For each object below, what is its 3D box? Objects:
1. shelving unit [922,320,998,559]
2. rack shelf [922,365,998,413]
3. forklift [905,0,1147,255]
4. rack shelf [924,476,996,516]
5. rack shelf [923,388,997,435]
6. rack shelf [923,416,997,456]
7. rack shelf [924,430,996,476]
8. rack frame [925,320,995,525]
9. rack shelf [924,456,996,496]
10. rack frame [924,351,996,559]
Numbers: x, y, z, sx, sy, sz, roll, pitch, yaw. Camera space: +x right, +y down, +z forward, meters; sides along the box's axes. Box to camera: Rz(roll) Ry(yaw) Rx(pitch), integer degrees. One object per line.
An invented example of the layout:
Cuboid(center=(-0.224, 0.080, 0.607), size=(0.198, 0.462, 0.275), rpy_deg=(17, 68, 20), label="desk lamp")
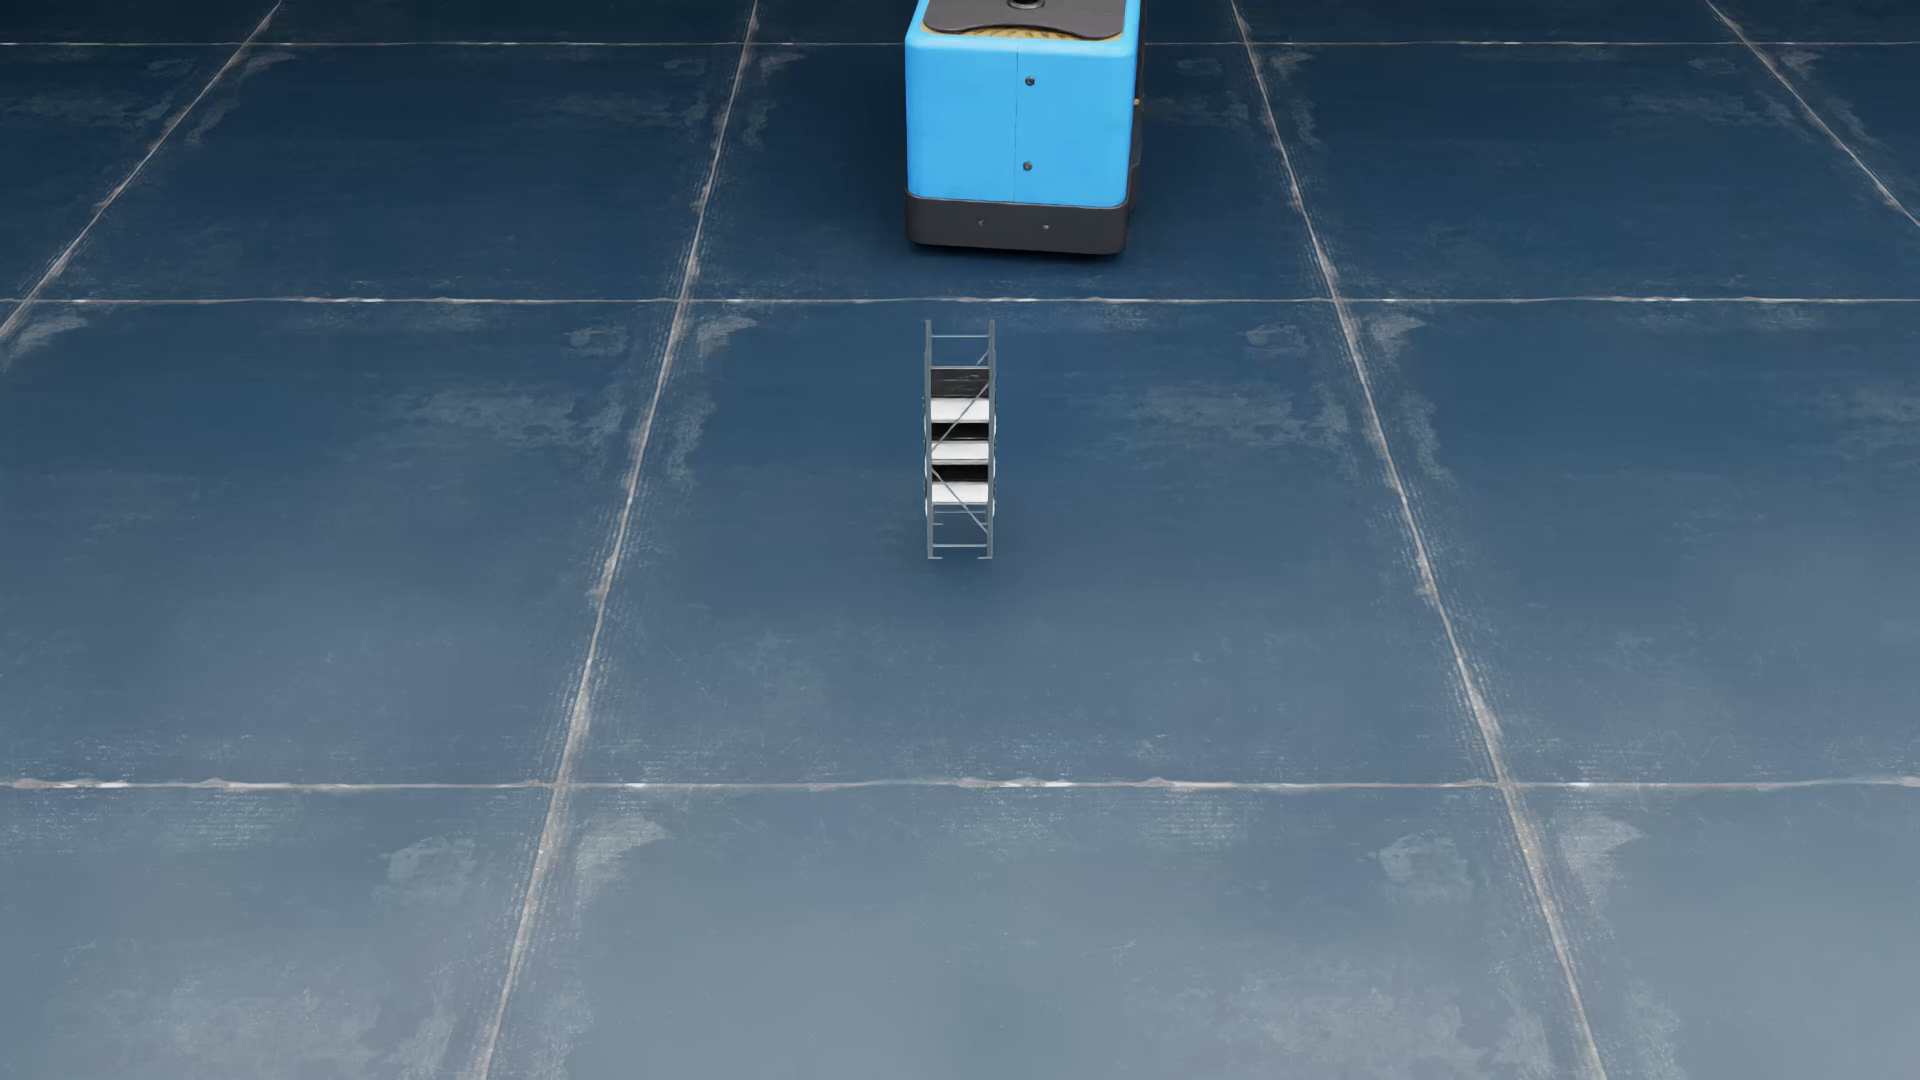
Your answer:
Cuboid(center=(0.000, -0.346, 5.962), size=(0.258, 0.900, 0.210), rpy_deg=(0, 39, 0), label="shelving unit")
Cuboid(center=(0.000, -0.531, 5.814), size=(0.258, 0.077, 0.200), rpy_deg=(0, 39, 0), label="rack shelf")
Cuboid(center=(0.429, -3.398, 8.147), size=(1.130, 2.935, 3.031), rpy_deg=(4, 39, 5), label="forklift")
Cuboid(center=(0.000, -0.180, 6.096), size=(0.258, 0.077, 0.200), rpy_deg=(0, 39, 0), label="rack shelf")
Cuboid(center=(0.000, -0.461, 5.871), size=(0.258, 0.077, 0.200), rpy_deg=(0, 39, 0), label="rack shelf")
Cuboid(center=(0.000, -0.390, 5.927), size=(0.258, 0.077, 0.200), rpy_deg=(0, 39, 0), label="rack shelf")
Cuboid(center=(0.000, -0.320, 5.983), size=(0.258, 0.077, 0.200), rpy_deg=(0, 39, 0), label="rack shelf")
Cuboid(center=(0.000, -0.410, 6.042), size=(0.240, 0.900, 0.006), rpy_deg=(0, 39, 0), label="rack frame")
Cuboid(center=(0.000, -0.250, 6.039), size=(0.258, 0.077, 0.200), rpy_deg=(0, 39, 0), label="rack shelf")
Cuboid(center=(0.000, -0.282, 5.883), size=(0.240, 0.900, 0.006), rpy_deg=(0, 39, 0), label="rack frame")
